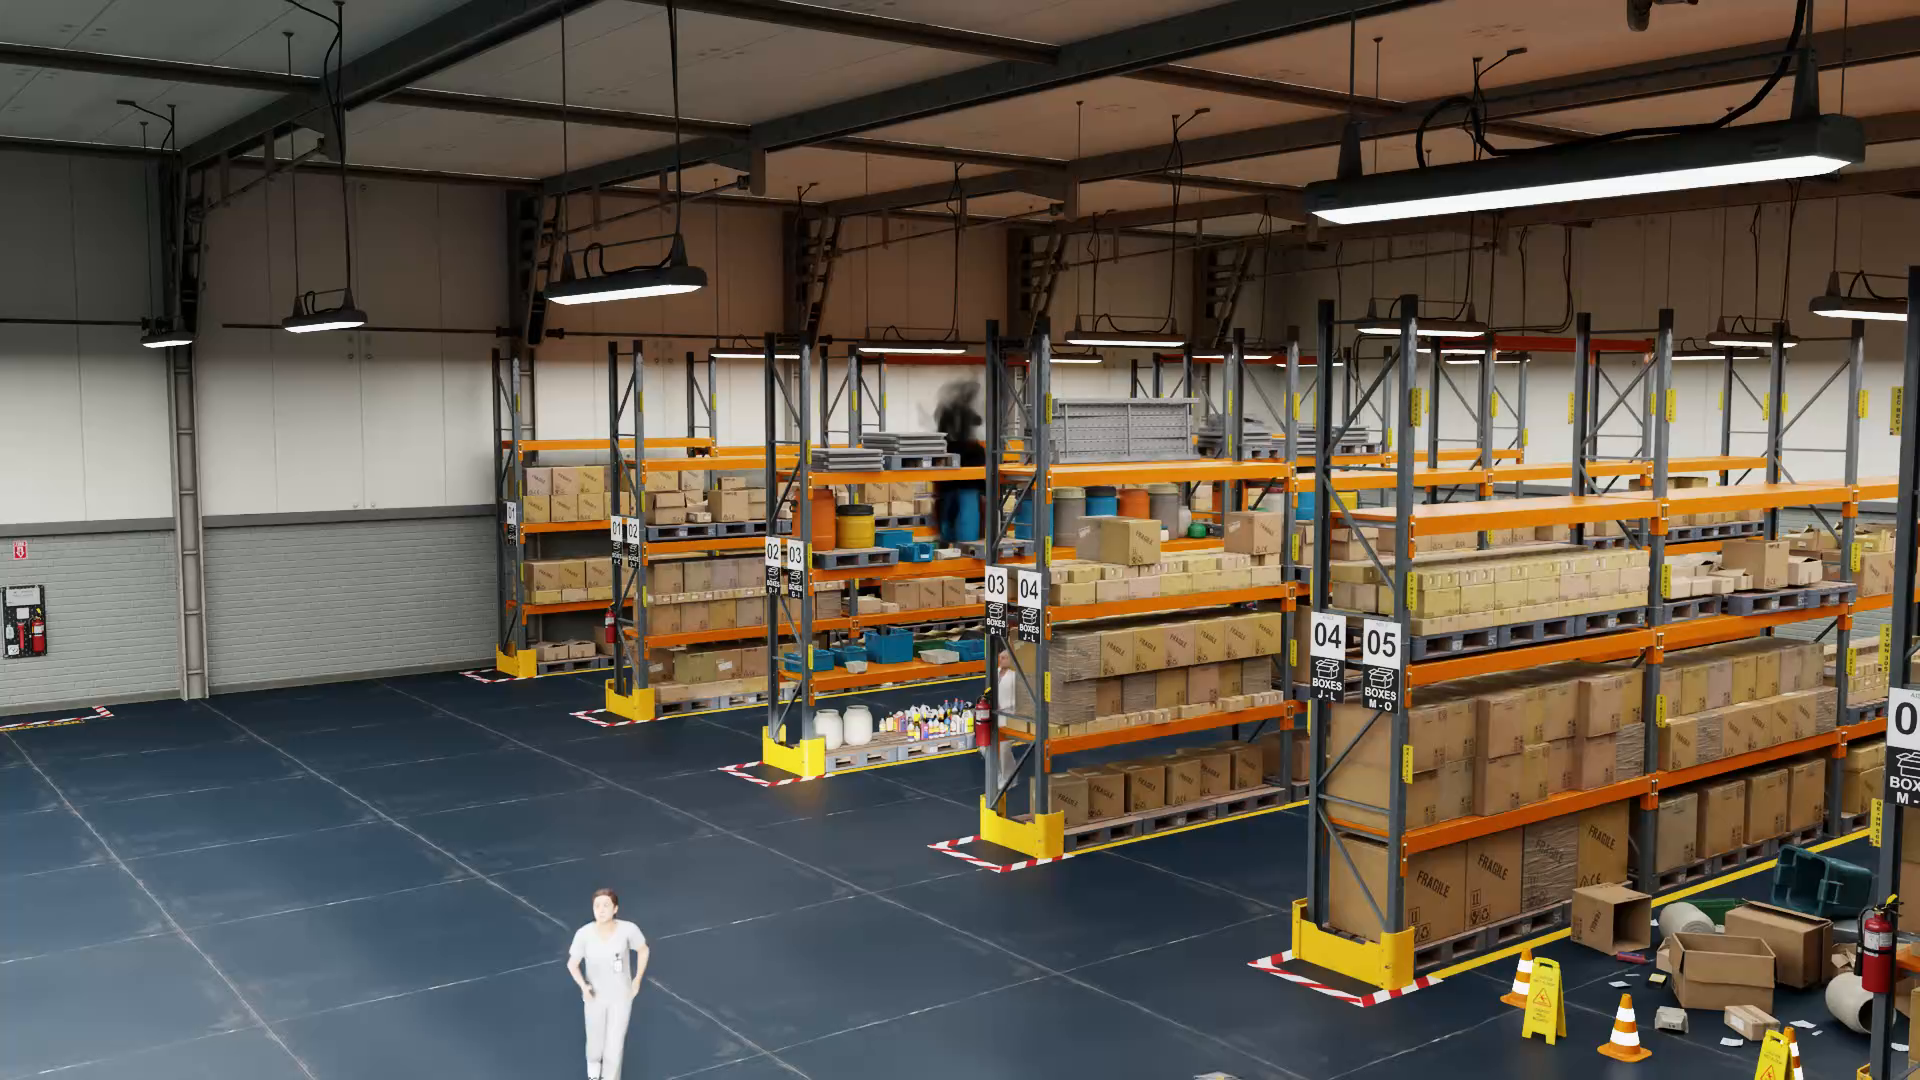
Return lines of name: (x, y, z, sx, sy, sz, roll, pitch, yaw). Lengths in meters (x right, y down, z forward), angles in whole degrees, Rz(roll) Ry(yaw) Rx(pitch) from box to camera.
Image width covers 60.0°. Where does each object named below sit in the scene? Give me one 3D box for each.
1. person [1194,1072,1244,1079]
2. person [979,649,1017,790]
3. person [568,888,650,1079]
person: (1.279, 3.545, 8.353, 0.640, 1.839, 0.837, 0, 5, 3)
person: (0.508, 2.220, 20.423, 0.703, 1.748, 0.633, 5, 7, 44)
person: (-2.524, 3.314, 11.981, 0.575, 1.646, 0.808, -1, 5, -9)
